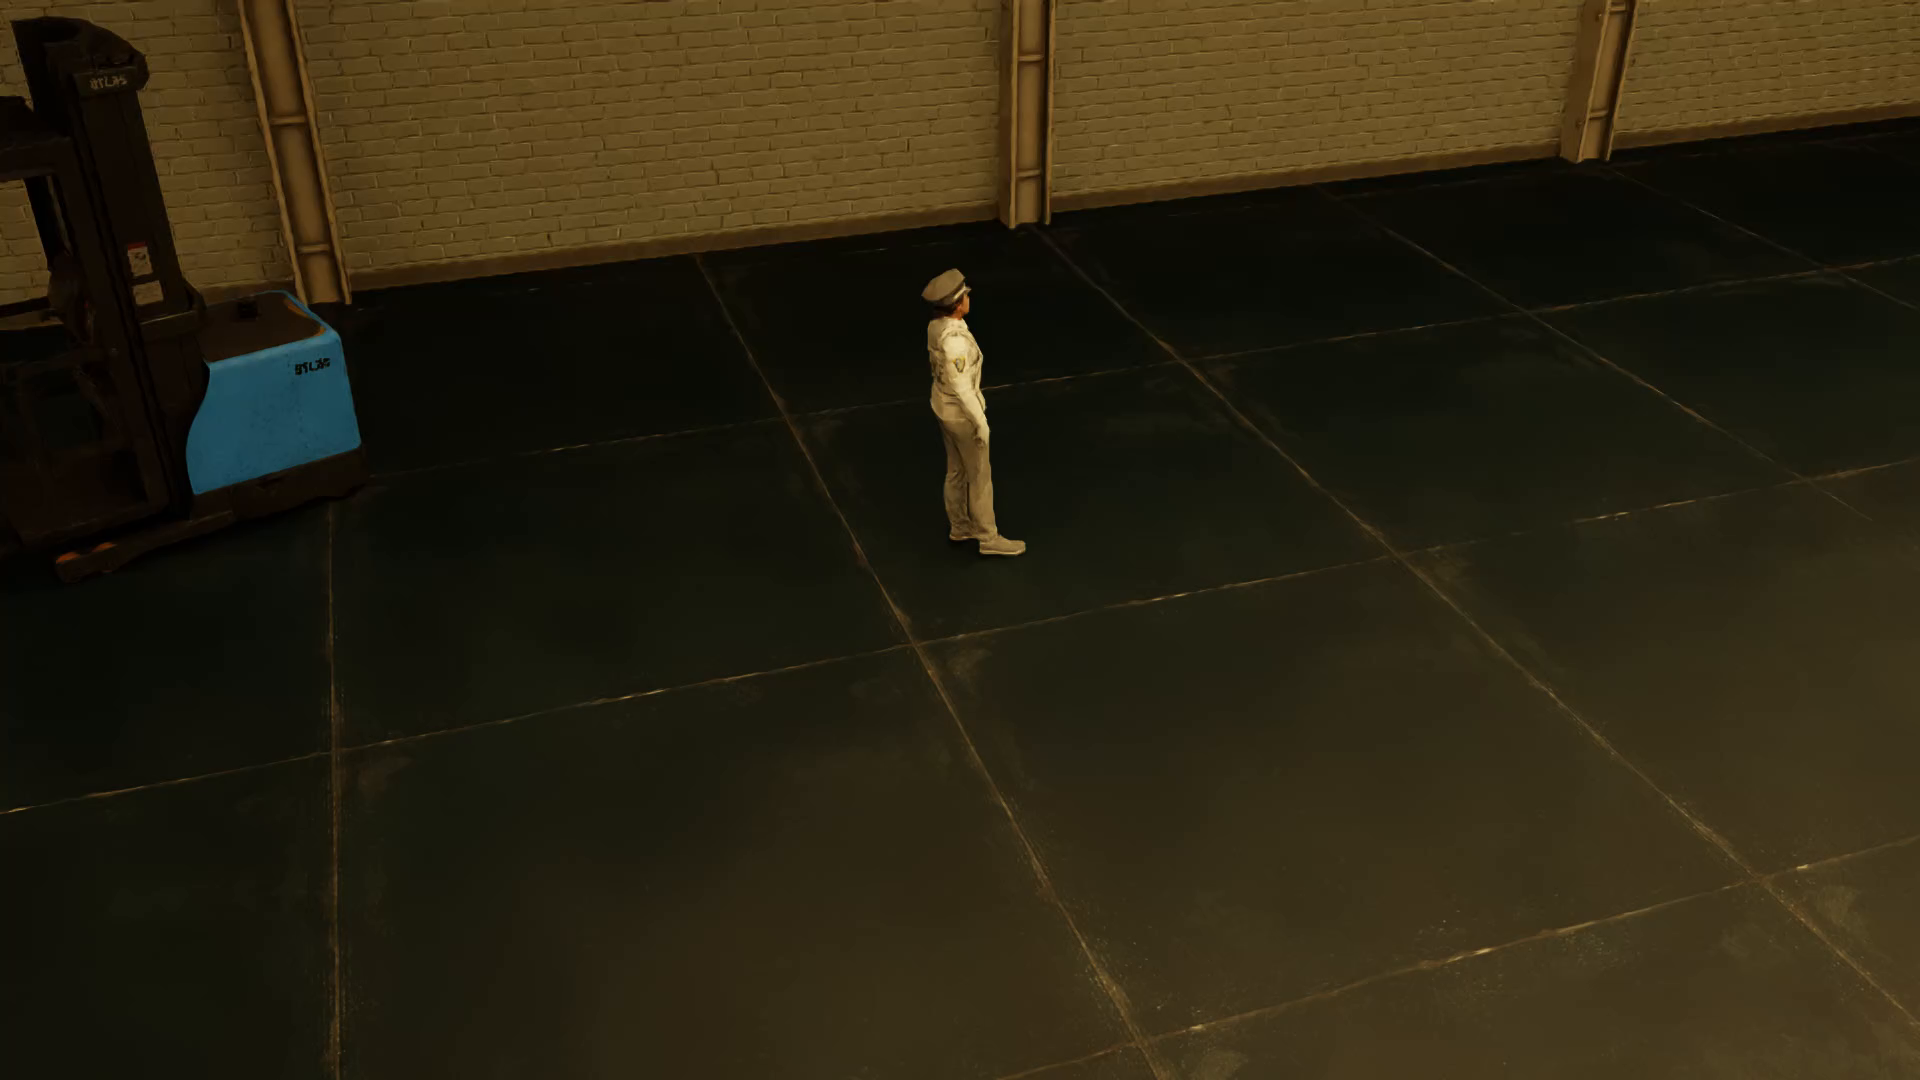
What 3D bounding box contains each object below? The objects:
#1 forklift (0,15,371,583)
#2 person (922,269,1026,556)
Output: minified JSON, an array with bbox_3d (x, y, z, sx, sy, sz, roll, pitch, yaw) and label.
[{"bbox_3d":[-5.215,-1.322,9.385,3.031,2.935,1.130,-22,36,-33],"label":"forklift"},{"bbox_3d":[0.066,-0.749,9.613,0.533,1.695,0.586,-10,31,-16],"label":"person"}]
